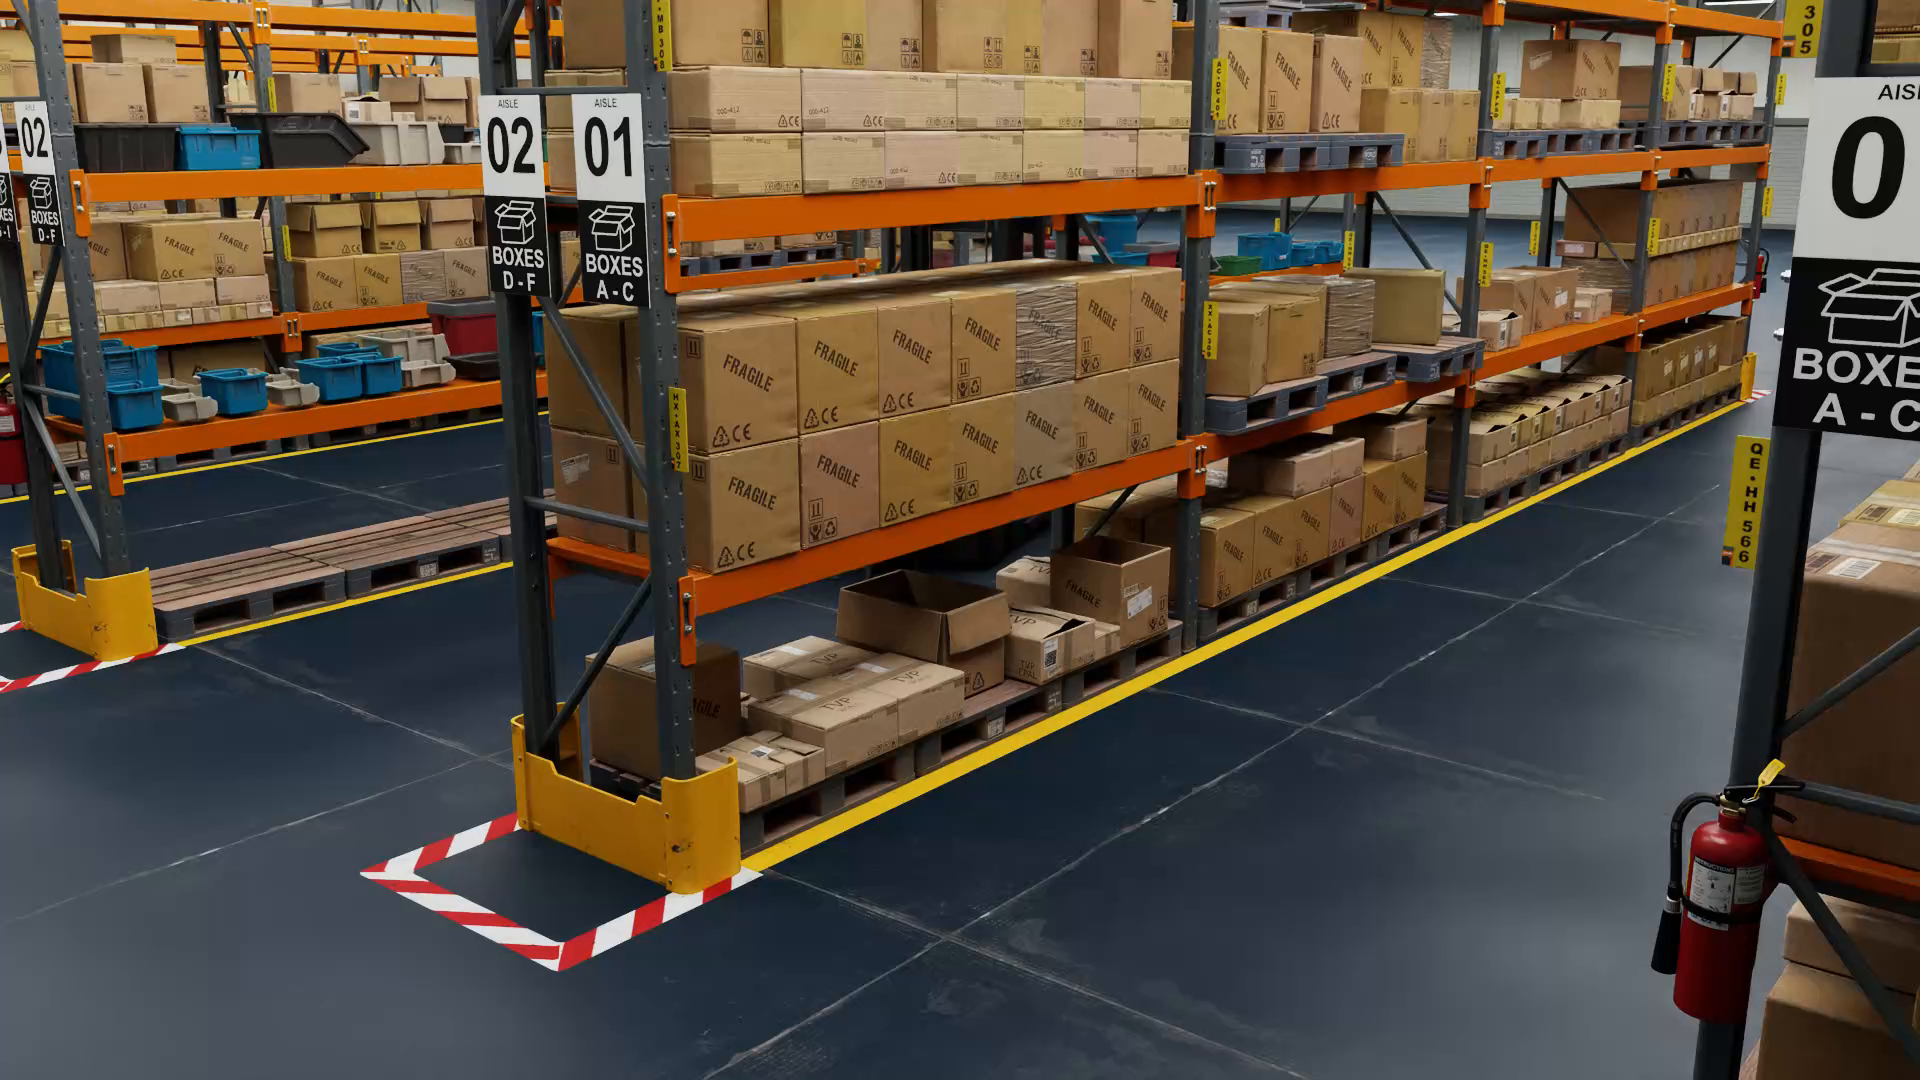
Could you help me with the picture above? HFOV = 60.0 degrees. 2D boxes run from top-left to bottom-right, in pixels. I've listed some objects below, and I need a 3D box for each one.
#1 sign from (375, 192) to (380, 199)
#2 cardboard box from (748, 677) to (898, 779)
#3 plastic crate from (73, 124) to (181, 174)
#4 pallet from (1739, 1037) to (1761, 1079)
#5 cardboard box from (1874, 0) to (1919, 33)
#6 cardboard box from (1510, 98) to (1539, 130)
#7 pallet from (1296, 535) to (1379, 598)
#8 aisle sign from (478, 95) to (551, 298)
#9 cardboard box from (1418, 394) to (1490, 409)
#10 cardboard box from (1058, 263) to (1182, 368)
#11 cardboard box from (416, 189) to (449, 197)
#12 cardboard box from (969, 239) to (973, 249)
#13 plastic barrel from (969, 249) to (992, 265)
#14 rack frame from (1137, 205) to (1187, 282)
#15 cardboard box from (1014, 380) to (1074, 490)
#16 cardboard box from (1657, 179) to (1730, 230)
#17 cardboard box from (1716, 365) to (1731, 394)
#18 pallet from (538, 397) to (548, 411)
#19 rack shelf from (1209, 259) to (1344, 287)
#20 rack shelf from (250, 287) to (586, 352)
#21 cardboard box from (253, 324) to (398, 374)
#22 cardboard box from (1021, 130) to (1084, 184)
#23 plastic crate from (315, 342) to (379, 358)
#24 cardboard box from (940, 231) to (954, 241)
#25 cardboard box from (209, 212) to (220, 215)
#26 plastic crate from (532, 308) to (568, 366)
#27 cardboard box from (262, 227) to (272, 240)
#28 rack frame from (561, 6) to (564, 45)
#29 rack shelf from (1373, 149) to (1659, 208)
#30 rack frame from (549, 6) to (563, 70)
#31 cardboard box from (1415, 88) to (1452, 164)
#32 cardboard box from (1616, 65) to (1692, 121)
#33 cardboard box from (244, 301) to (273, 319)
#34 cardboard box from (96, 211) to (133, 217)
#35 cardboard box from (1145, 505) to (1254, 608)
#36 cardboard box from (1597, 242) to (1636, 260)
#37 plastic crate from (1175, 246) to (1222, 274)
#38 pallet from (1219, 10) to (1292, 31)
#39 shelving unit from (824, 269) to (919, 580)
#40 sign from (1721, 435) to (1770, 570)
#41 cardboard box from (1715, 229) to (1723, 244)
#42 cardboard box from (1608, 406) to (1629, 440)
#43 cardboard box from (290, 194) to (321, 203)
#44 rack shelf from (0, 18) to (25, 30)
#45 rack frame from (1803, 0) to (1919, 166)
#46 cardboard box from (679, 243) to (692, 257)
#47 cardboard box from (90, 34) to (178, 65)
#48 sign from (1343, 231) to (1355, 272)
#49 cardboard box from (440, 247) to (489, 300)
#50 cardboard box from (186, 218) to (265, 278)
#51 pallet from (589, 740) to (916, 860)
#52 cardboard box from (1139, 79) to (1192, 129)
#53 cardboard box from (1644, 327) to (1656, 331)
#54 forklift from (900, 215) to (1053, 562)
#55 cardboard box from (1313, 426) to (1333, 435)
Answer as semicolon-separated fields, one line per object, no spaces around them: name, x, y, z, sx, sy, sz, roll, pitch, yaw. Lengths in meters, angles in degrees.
sign;-7.558;-4.385;21.603;0.100;0.325;0.005;11;18;38
cardboard box;-0.641;0.871;7.792;0.500;0.250;0.500;11;18;38
plastic crate;-4.909;-2.280;9.681;0.497;0.269;0.590;11;18;38
pallet;2.780;1.860;4.872;1.003;0.211;1.213;11;18;38
cardboard box;2.586;-1.505;4.089;0.500;0.500;0.500;11;18;37
cardboard box;4.436;-3.515;13.729;0.500;0.250;0.500;11;18;36
pallet;2.245;0.097;11.812;1.003;0.211;1.213;11;18;38
aisle sign;-1.798;-1.386;6.708;0.394;0.787;0.004;11;18;38
cardboard box;4.290;-1.102;14.461;0.500;0.311;0.500;11;18;37
cardboard box;0.880;-1.254;9.234;0.500;0.500;0.500;11;18;38
cardboard box;-7.380;-4.659;22.638;0.700;0.500;0.500;11;18;37
cardboard box;-0.043;-4.178;23.488;0.380;0.149;0.250;11;18;38
plastic barrel;0.141;-2.676;16.836;0.421;0.512;0.421;0;14;0
rack frame;2.175;-3.157;18.960;1.000;3.000;0.127;11;18;38
cardboard box;0.238;-0.574;8.585;0.500;0.500;0.500;12;18;39
cardboard box;7.876;-3.634;17.999;0.700;0.500;0.500;11;18;36
cardboard box;8.127;-1.781;18.273;0.500;0.250;0.500;11;18;38
pallet;-4.746;-1.667;18.756;1.003;0.211;1.213;11;18;38
rack shelf;3.432;-3.192;20.556;1.077;0.370;4.000;11;18;38
rack shelf;-5.449;-2.426;17.542;1.077;0.370;4.000;11;18;38
cardboard box;-6.319;-1.691;16.651;1.225;0.875;0.875;11;18;38
cardboard box;0.268;-1.914;8.277;0.500;0.250;0.500;11;18;38
plastic crate;-4.276;-1.240;11.631;0.416;0.233;0.300;11;18;38
cardboard box;-0.423;-4.484;23.375;0.875;0.500;0.500;11;18;38
cardboard box;-9.252;-4.004;20.743;0.380;0.149;0.250;12;19;39
plastic crate;-2.882;-1.505;12.364;0.392;0.384;0.575;11;18;38
cardboard box;-8.588;-3.808;20.575;0.380;0.149;0.250;11;18;37
rack frame;-5.472;-7.618;24.336;1.000;3.000;0.127;11;18;38
rack shelf;4.768;-3.112;14.151;1.077;0.370;4.000;11;18;38
rack frame;-4.192;-6.066;18.223;1.000;3.000;0.127;11;18;38
cardboard box;2.942;-2.940;11.809;0.910;0.500;0.500;11;18;38
cardboard box;6.547;-4.220;15.708;0.500;0.500;0.500;13;19;42
cardboard box;-6.643;-2.161;15.548;0.380;0.149;0.250;11;18;38
cardboard box;-12.326;-4.630;24.047;0.500;0.250;0.500;11;18;36
cardboard box;1.490;0.085;10.379;0.500;0.500;0.500;10;18;35
cardboard box;6.344;-2.775;15.932;0.380;0.149;0.250;11;18;37
plastic crate;2.603;-3.208;19.285;0.767;0.338;0.504;11;18;38
pallet;3.438;-6.177;19.856;1.003;0.211;1.213;11;18;38
shelving unit;-0.595;-0.766;11.367;0.431;2.100;0.503;13;19;39
sign;1.925;-0.089;4.048;0.100;0.325;0.005;11;18;38
cardboard box;7.963;-3.269;17.879;0.380;0.149;0.250;12;18;38
cardboard box;5.990;-1.137;15.737;0.500;0.250;0.500;11;18;37
cardboard box;-10.466;-5.436;26.270;0.500;0.500;0.500;10;18;35
rack shelf;-11.757;-5.353;16.886;1.077;0.370;4.000;11;18;38
rack frame;2.338;-2.234;3.140;1.000;3.000;0.127;11;18;38
cardboard box;-3.611;-3.642;19.811;0.500;0.500;0.700;-13;19;-41
cardboard box;-7.302;-4.330;14.703;0.500;0.250;0.500;10;17;34
sign;3.077;-2.271;13.117;0.100;0.325;0.005;11;18;38
cardboard box;-5.272;-2.782;17.278;0.500;0.500;0.500;12;18;39
cardboard box;-6.787;-2.697;15.326;0.500;0.500;0.500;12;19;39
pallet;-0.969;1.092;7.896;1.003;0.211;1.213;11;18;38
cardboard box;0.902;-2.346;8.964;0.500;0.250;0.500;11;18;38
cardboard box;7.084;-2.035;17.752;0.500;0.500;0.500;11;18;38
forklift;0.180;-1.581;12.894;1.130;2.935;3.031;5;15;18
cardboard box;3.003;-0.583;13.009;0.500;0.500;0.500;12;19;40
